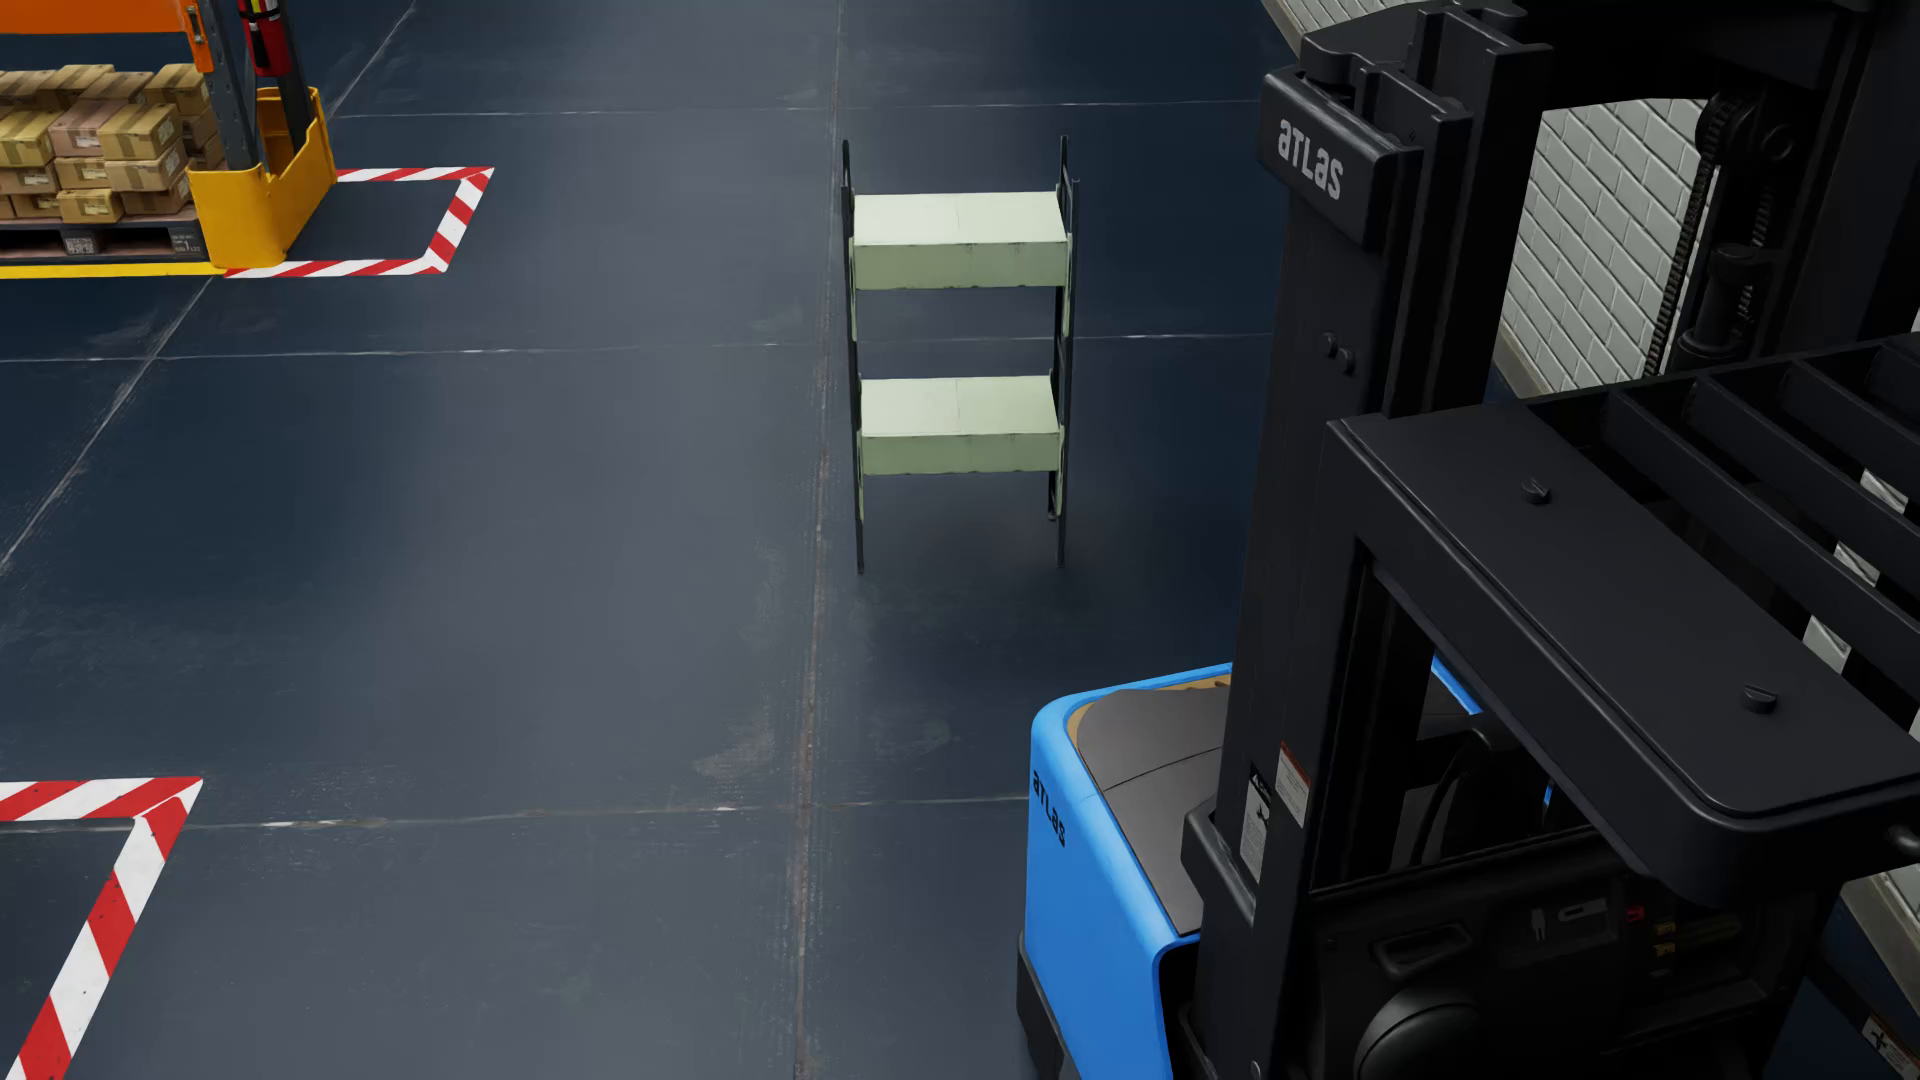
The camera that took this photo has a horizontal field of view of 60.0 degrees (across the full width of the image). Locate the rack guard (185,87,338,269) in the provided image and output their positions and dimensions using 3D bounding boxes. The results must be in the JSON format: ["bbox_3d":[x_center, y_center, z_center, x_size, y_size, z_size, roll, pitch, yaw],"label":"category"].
[{"bbox_3d":[-3.551,-1.874,8.518,0.348,0.500,1.175,-2,35,-2],"label":"rack guard"}]

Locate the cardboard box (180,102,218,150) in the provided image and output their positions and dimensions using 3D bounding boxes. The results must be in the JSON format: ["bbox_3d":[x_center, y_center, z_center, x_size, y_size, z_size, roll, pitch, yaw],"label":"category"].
[{"bbox_3d":[-4.011,-2.158,8.607,0.250,0.149,0.380,0,35,0],"label":"cardboard box"}]

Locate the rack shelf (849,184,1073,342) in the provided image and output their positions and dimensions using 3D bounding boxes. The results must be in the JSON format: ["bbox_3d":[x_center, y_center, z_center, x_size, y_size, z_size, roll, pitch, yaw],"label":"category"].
[{"bbox_3d":[-0.007,-0.937,5.601,0.720,0.370,0.431,-2,35,-2],"label":"rack shelf"}]

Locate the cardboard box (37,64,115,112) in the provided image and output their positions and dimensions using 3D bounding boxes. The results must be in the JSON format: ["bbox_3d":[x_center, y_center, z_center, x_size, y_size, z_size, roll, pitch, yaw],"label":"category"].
[{"bbox_3d":[-4.542,-2.318,8.577,0.250,0.149,0.380,-2,35,-2],"label":"cardboard box"}]

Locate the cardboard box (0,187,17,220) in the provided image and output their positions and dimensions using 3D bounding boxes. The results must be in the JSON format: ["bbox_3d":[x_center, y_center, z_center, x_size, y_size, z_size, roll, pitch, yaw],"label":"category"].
[{"bbox_3d":[-4.757,-1.735,8.257,0.250,0.149,0.380,-1,35,-2],"label":"cardboard box"}]

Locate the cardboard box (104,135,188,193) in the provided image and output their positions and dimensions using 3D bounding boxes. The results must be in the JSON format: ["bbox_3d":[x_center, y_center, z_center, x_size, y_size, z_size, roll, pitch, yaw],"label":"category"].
[{"bbox_3d":[-3.989,-1.850,8.162,0.250,0.149,0.380,-2,35,-4],"label":"cardboard box"}]

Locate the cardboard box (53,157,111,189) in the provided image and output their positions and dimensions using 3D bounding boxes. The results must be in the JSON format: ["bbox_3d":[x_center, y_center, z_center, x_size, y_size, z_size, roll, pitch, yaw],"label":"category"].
[{"bbox_3d":[-4.253,-1.873,8.196,0.250,0.149,0.380,-2,35,-3],"label":"cardboard box"}]

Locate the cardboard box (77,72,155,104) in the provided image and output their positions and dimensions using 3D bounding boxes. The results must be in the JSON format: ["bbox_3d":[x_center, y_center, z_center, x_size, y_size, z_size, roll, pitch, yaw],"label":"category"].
[{"bbox_3d":[-4.284,-2.252,8.481,0.250,0.149,0.380,-1,35,-1],"label":"cardboard box"}]

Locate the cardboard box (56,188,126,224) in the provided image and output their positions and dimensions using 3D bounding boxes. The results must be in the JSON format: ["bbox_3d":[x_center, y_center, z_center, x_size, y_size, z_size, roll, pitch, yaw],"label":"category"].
[{"bbox_3d":[-4.243,-1.707,8.217,0.250,0.149,0.380,-1,35,-1],"label":"cardboard box"}]

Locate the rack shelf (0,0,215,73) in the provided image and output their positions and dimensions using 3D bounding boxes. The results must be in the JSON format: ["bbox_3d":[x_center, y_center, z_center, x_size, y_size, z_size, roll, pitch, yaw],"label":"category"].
[{"bbox_3d":[-5.473,-2.554,7.937,4.000,0.370,1.077,-2,35,-2],"label":"rack shelf"}]

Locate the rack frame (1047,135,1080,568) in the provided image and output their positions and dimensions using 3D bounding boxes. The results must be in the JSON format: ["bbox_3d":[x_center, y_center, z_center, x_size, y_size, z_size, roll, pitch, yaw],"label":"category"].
[{"bbox_3d":[0.359,-0.626,5.837,0.023,1.500,0.400,-2,35,-2],"label":"rack frame"}]

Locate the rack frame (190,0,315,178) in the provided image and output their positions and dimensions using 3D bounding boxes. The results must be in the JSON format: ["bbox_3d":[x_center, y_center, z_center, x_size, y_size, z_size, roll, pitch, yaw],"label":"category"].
[{"bbox_3d":[-3.475,-2.904,7.810,0.127,3.000,1.000,-2,35,-2],"label":"rack frame"}]

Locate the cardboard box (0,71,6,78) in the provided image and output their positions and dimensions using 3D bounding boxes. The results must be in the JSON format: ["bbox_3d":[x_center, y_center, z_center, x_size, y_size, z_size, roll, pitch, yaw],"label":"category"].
[{"bbox_3d":[-5.063,-2.262,8.496,0.250,0.149,0.380,0,35,0],"label":"cardboard box"}]

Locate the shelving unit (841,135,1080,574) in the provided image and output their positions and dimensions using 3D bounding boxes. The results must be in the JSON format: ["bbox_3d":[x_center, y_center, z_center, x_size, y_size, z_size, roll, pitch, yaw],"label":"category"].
[{"bbox_3d":[-0.007,-0.617,5.823,0.755,1.500,0.431,-2,35,-2],"label":"shelving unit"}]

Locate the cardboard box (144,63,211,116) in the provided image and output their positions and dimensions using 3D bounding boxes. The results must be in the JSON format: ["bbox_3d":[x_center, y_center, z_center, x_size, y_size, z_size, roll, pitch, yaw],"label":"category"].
[{"bbox_3d":[-4.015,-2.328,8.591,0.250,0.149,0.380,-3,35,-4],"label":"cardboard box"}]

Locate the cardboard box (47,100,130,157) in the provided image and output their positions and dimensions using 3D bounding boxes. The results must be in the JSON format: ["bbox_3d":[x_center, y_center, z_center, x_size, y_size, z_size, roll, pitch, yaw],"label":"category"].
[{"bbox_3d":[-4.246,-2.016,8.141,0.250,0.149,0.380,-1,35,-1],"label":"cardboard box"}]

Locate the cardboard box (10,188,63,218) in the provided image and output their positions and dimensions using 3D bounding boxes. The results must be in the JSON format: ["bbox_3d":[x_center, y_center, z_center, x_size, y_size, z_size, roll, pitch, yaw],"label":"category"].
[{"bbox_3d":[-4.511,-1.749,8.277,0.250,0.149,0.380,-2,35,-2],"label":"cardboard box"}]

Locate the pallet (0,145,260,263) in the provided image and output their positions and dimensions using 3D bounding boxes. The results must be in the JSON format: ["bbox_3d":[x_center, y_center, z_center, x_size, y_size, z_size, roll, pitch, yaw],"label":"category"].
[{"bbox_3d":[-4.364,-1.753,8.598,1.213,0.211,1.003,-2,35,-2],"label":"pallet"}]

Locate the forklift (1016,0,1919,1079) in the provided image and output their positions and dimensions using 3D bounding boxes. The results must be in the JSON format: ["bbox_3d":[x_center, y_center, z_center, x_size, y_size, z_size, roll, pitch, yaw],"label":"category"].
[{"bbox_3d":[1.068,0.769,2.563,1.130,2.935,3.031,-10,36,-14],"label":"forklift"}]

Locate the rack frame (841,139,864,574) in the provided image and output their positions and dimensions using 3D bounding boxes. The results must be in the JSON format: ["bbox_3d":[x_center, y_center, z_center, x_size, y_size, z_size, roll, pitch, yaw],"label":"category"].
[{"bbox_3d":[-0.372,-0.607,5.809,0.023,1.500,0.400,-2,35,-2],"label":"rack frame"}]

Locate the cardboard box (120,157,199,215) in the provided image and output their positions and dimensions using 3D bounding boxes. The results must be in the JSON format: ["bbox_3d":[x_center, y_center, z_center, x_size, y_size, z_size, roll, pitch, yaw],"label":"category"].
[{"bbox_3d":[-3.991,-1.771,8.310,0.250,0.149,0.380,-1,35,-1],"label":"cardboard box"}]

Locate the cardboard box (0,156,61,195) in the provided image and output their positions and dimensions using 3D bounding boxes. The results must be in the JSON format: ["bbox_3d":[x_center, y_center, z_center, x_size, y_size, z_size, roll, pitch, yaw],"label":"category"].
[{"bbox_3d":[-4.508,-1.835,8.140,0.250,0.149,0.380,-3,35,-4],"label":"cardboard box"}]

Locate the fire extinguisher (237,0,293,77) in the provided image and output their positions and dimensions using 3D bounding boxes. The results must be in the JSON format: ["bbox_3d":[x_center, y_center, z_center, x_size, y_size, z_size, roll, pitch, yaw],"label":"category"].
[{"bbox_3d":[-3.202,-2.463,7.569,0.183,0.674,0.296,-2,35,-2],"label":"fire extinguisher"}]

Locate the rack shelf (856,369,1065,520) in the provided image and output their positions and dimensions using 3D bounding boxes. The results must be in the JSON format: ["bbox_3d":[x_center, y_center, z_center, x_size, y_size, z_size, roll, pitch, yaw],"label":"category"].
[{"bbox_3d":[-0.007,-0.348,6.008,0.720,0.370,0.431,-2,35,-2],"label":"rack shelf"}]

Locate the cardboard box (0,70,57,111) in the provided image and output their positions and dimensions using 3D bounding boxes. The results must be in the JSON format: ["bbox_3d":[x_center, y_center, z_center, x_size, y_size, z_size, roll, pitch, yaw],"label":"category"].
[{"bbox_3d":[-4.786,-2.264,8.499,0.250,0.149,0.380,-3,35,-5],"label":"cardboard box"}]

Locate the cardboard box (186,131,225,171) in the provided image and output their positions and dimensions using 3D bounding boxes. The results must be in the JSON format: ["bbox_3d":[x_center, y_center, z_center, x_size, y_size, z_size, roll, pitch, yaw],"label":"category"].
[{"bbox_3d":[-4.014,-2.072,8.744,0.250,0.149,0.380,-1,35,-1],"label":"cardboard box"}]

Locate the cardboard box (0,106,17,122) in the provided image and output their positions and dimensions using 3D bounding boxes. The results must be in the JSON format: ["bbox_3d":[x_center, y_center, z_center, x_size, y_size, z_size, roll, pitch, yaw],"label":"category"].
[{"bbox_3d":[-4.760,-1.966,8.068,0.250,0.149,0.380,-3,35,-4],"label":"cardboard box"}]

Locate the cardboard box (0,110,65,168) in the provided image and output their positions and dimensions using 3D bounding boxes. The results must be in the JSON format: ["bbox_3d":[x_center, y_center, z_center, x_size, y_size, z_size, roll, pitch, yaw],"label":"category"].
[{"bbox_3d":[-4.499,-1.937,8.026,0.250,0.149,0.380,-2,35,-3],"label":"cardboard box"}]

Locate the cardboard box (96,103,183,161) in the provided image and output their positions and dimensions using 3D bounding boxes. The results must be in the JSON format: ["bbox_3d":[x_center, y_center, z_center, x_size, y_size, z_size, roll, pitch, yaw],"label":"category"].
[{"bbox_3d":[-3.992,-1.990,8.103,0.250,0.149,0.380,-1,35,-2],"label":"cardboard box"}]
